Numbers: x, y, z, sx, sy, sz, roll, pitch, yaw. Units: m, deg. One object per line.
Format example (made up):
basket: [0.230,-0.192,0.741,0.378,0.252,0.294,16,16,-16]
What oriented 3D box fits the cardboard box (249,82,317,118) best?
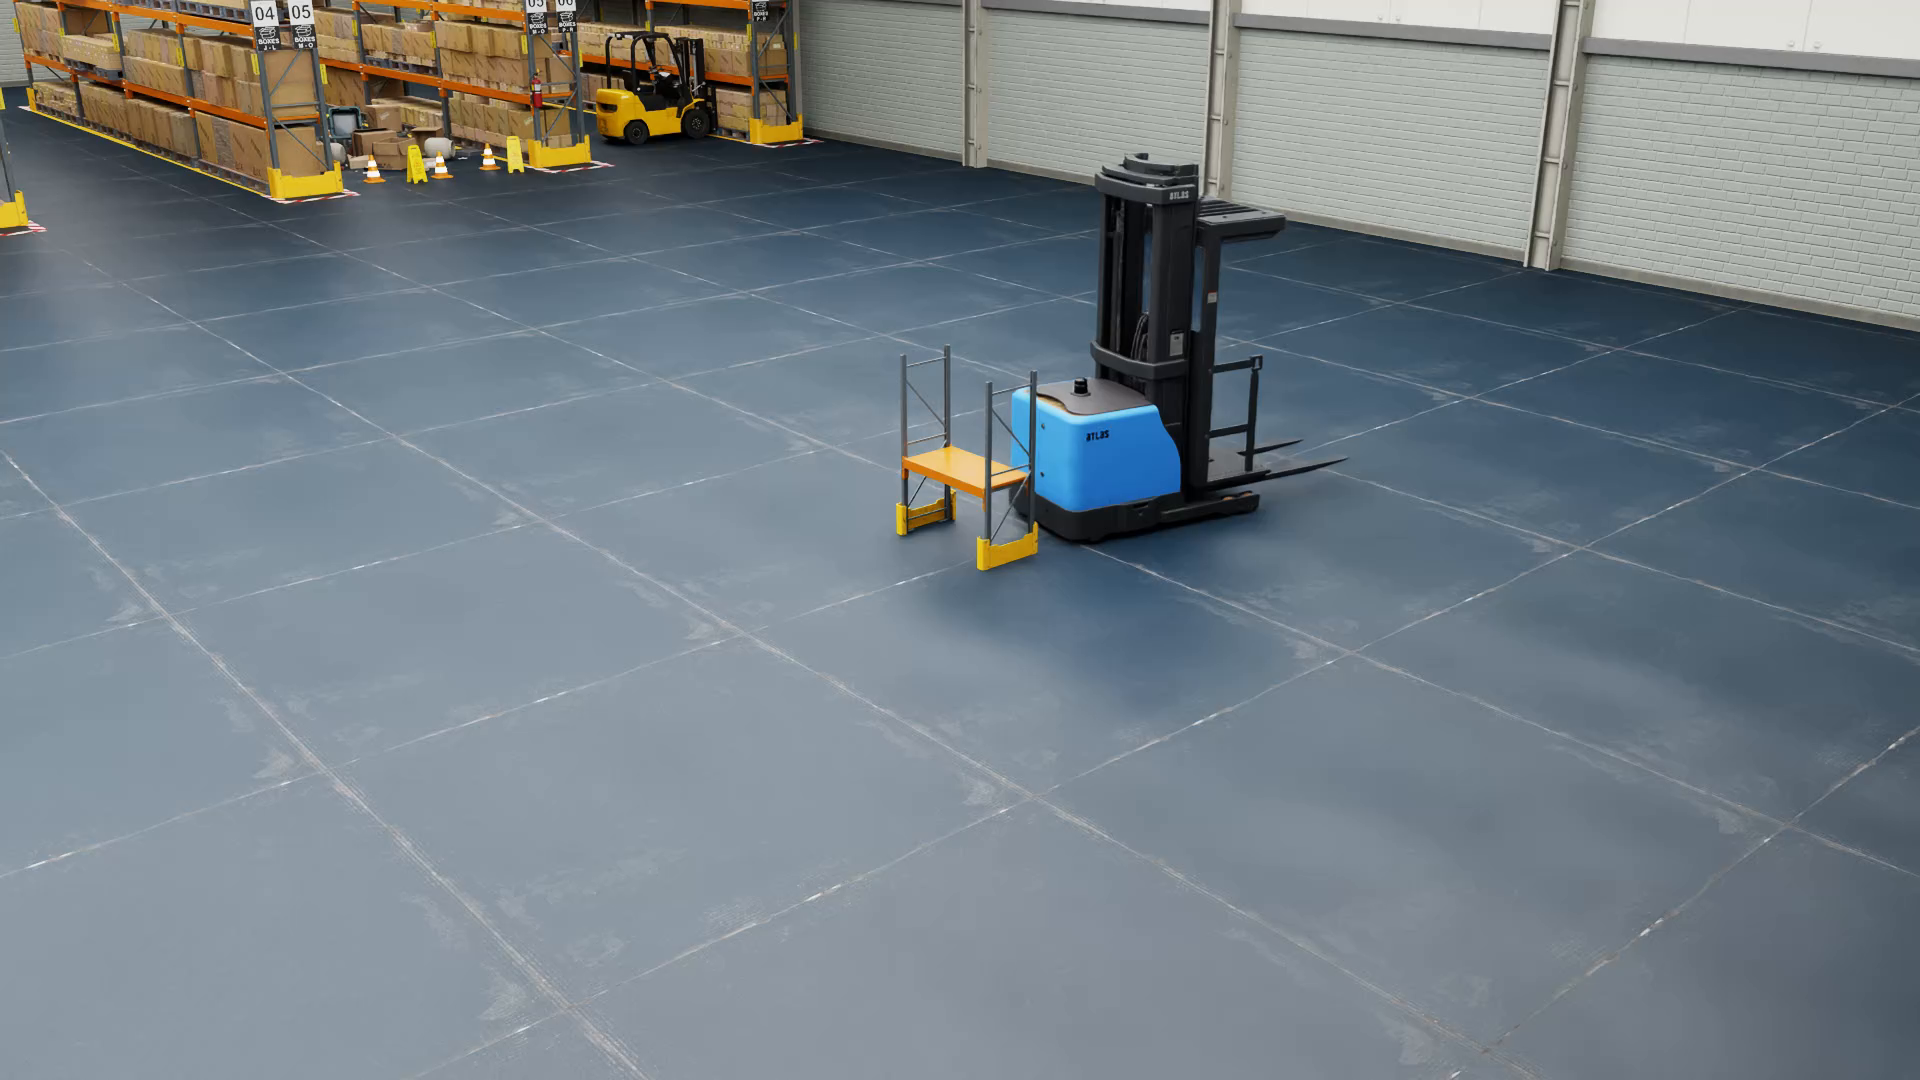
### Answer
cardboard box: [-11.572,-7.548,28.436,0.875,0.550,0.550,-17,27,-37]

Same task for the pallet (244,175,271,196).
pallet: [-11.877,-6.290,29.254,1.003,0.211,1.213,-17,27,-37]

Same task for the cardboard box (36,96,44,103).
cardboard box: [-21.640,-10.454,39.395,0.380,0.149,0.250,-17,27,-36]

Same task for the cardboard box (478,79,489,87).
cardboard box: [-9.247,-8.999,32.690,0.380,0.149,0.250,-18,27,-38]

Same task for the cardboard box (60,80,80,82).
cardboard box: [-21.202,-10.866,39.631,0.380,0.149,0.250,-17,27,-37]

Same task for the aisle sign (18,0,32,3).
aisle sign: [-22.015,-12.966,38.911,0.394,0.787,0.004,-17,27,-37]

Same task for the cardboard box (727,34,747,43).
cardboard box: [-4.623,-10.438,34.586,0.380,0.149,0.250,-17,27,-36]

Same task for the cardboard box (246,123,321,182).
cardboard box: [-11.789,-6.764,28.978,0.875,0.875,0.875,-17,27,-37]

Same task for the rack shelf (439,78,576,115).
rack shelf: [-8.917,-8.810,32.851,1.077,0.370,4.000,-17,27,-37]

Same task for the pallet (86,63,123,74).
pallet: [-17.841,-10.044,35.279,1.003,0.211,1.213,-17,27,-37]

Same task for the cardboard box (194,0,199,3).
cardboard box: [-13.261,-9.551,29.275,0.380,0.149,0.250,-18,28,-38]

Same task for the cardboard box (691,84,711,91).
cardboard box: [-5.727,-9.774,36.150,0.500,0.250,0.500,-16,27,-36]

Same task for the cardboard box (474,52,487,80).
cardboard box: [-9.139,-9.285,32.532,0.500,0.500,0.500,-17,27,-37]

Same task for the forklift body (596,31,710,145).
forklift body: [-6.474,-9.470,34.712,2.313,2.155,1.214,-17,27,-37]

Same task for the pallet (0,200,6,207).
pallet: [-15.673,-5.189,26.442,1.003,0.211,1.213,-17,27,-37]

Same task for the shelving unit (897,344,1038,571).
shelving unit: [0.050,-0.677,13.157,0.587,1.500,1.083,-17,27,-37]

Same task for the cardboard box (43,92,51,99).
cardboard box: [-21.144,-10.375,38.786,0.380,0.149,0.250,-16,27,-36]

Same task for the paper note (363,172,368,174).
paper note: [-11.006,-6.829,30.880,0.144,0.017,0.142,-8,23,-19]

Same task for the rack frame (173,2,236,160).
rack frame: [-13.907,-8.491,31.051,1.000,3.000,0.127,-17,27,-37]

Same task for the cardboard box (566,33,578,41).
cardboard box: [-8.990,-11.962,39.431,0.500,0.250,0.500,-17,27,-37]

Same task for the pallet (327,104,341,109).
pallet: [-14.084,-10.077,38.923,1.003,0.211,1.213,-17,27,-37]

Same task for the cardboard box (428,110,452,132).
cardboard box: [-10.567,-8.814,34.902,0.950,0.372,0.625,-17,27,-37]

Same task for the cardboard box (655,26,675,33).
cardboard box: [-6.482,-11.209,36.554,0.380,0.149,0.250,-17,27,-36]

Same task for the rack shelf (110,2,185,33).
rack shelf: [-15.212,-10.106,32.046,1.077,0.370,4.000,-17,27,-37]

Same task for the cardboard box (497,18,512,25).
cardboard box: [-11.203,-13.003,41.856,0.700,0.500,0.500,-17,27,-37]

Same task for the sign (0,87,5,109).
sign: [-14.709,-6.766,25.458,0.100,0.325,0.005,-17,27,-37]

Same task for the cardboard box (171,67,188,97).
cardboard box: [-14.450,-8.618,31.238,0.500,0.500,0.500,-18,27,-38]

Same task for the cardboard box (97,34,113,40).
cardboard box: [-18.543,-10.919,36.201,0.380,0.149,0.250,-18,28,-39]

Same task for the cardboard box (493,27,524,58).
cardboard box: [-8.435,-9.474,31.643,0.700,0.500,0.500,-17,27,-37]

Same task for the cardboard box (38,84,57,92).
cardboard box: [-21.317,-10.579,38.897,0.380,0.149,0.250,-18,27,-38]

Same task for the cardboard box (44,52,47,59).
cardboard box: [-20.720,-11.103,38.064,0.380,0.149,0.250,-16,27,-36]

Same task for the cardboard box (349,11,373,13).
cardboard box: [-13.628,-11.791,37.966,0.500,0.500,0.500,-17,27,-36]

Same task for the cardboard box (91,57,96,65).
cardboard box: [-17.854,-9.986,34.634,0.380,0.149,0.250,-19,28,-40]

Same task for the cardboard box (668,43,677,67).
cardboard box: [-6.021,-10.602,36.303,0.500,0.500,0.500,-17,27,-37]

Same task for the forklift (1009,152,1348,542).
forklift: [1.953,-1.719,13.854,3.031,2.935,1.130,-12,24,-27]

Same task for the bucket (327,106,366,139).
bucket: [-12.072,-8.186,32.676,0.726,0.611,0.620,-8,13,-19]

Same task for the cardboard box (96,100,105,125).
cardboard box: [-18.149,-9.179,35.657,0.500,0.500,0.500,-17,27,-37]

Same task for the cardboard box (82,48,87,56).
cardboard box: [-18.198,-10.269,34.949,0.380,0.149,0.250,-18,28,-38]

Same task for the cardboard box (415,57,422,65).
cardboard box: [-11.122,-9.992,34.652,0.380,0.149,0.250,-18,28,-38]

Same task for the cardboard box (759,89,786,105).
cardboard box: [-4.024,-9.334,35.025,0.500,0.250,0.500,-18,28,-38]

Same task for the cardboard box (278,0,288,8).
cardboard box: [-11.277,-9.079,28.070,0.380,0.149,0.250,-17,27,-37]

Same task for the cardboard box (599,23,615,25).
cardboard box: [-8.332,-12.161,39.392,0.380,0.149,0.250,-17,27,-37]

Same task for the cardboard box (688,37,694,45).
cardboard box: [-5.642,-10.718,35.708,0.380,0.149,0.250,-19,28,-39]

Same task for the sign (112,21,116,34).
sign: [-18.711,-11.374,36.823,0.100,0.325,0.005,-17,27,-37]

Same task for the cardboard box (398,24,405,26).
cardboard box: [-11.981,-10.984,36.293,0.500,0.500,0.500,-18,28,-38]

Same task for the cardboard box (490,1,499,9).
cardboard box: [-8.705,-10.190,31.619,0.380,0.149,0.250,-18,28,-38]

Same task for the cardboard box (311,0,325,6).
cardboard box: [-15.454,-12.871,39.835,0.380,0.149,0.250,-18,28,-38]

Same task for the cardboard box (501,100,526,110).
cardboard box: [-8.623,-8.404,32.104,0.380,0.149,0.250,-16,27,-36]

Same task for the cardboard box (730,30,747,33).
cardboard box: [-4.678,-10.791,35.487,0.380,0.149,0.250,-18,28,-39]

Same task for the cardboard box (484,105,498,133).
cardboard box: [-9.000,-8.301,32.730,0.500,0.500,0.500,-18,28,-39]

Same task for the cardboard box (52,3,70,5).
cardboard box: [-20.576,-12.109,38.370,0.500,0.500,0.500,-16,26,-35]

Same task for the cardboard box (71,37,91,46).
cardboard box: [-18.707,-10.622,35.444,0.380,0.149,0.250,-18,28,-38]

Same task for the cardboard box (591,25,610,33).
cardboard box: [-8.362,-11.906,38.742,0.380,0.149,0.250,-17,27,-37]

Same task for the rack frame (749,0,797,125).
rack frame: [-3.854,-9.775,34.329,1.000,3.000,0.127,-17,27,-37]

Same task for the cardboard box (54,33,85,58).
cardboard box: [-19.659,-10.953,36.791,0.500,0.500,0.500,-17,27,-37]
